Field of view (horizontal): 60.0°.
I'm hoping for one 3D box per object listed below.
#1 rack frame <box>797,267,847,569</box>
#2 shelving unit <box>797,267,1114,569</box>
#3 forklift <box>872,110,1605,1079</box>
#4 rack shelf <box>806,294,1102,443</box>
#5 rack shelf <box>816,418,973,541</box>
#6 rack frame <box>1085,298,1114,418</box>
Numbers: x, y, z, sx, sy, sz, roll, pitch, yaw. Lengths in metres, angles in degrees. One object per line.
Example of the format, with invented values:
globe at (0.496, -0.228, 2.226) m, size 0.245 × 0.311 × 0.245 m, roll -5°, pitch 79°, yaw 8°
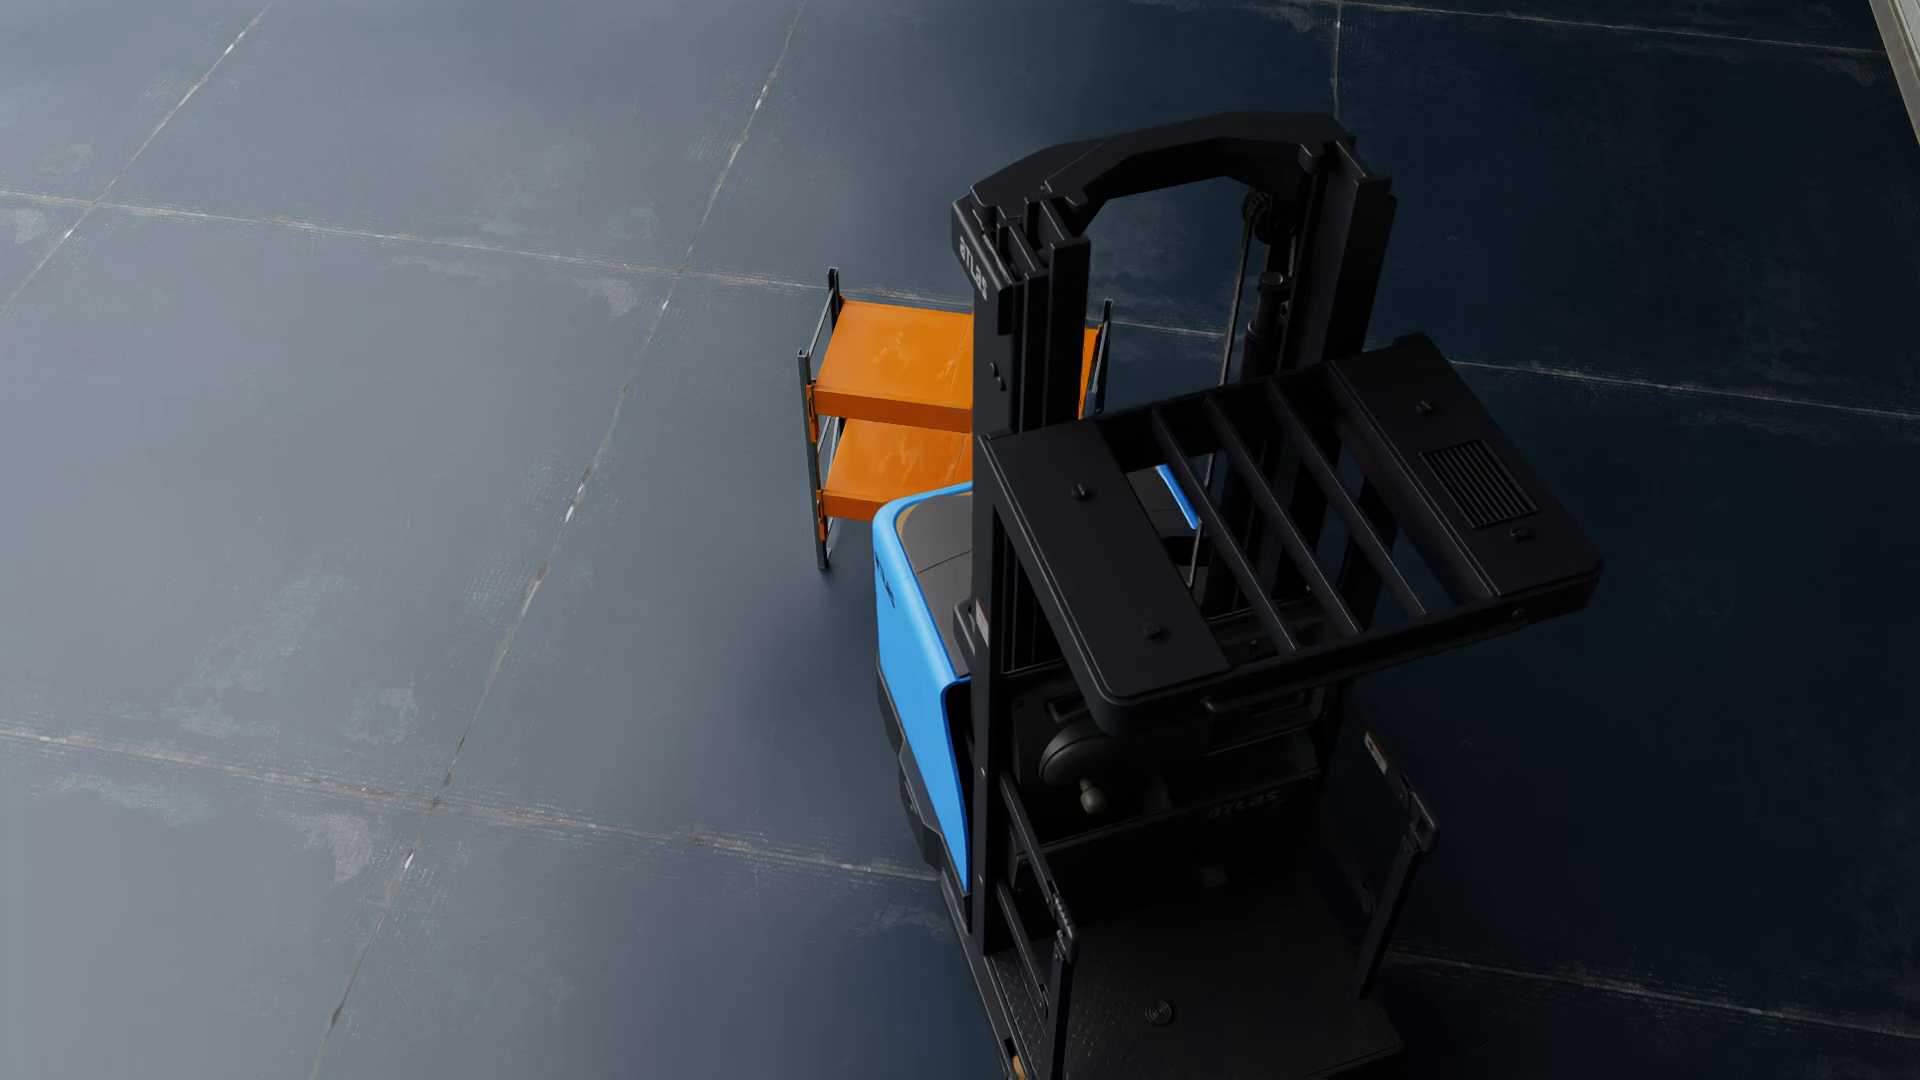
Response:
rack frame at (-0.507, -0.444, 6.365) m, size 0.032 × 1.125 × 0.500 m, roll 8°, pitch 49°, yaw 7°
shelving unit at (-0.007, -0.377, 6.304) m, size 1.048 × 1.125 × 0.538 m, roll 8°, pitch 49°, yaw 7°
forklift at (0.648, 0.550, 4.258) m, size 1.130 × 2.935 × 3.031 m, roll -14°, pitch 50°, yaw -12°
rack shelf at (-0.007, -0.572, 6.087) m, size 1.000 × 0.278 × 0.538 m, roll 8°, pitch 49°, yaw 7°
rack shelf at (-0.007, -0.213, 6.486) m, size 1.000 × 0.278 × 0.538 m, roll 8°, pitch 49°, yaw 7°
rack frame at (0.494, -0.310, 6.244) m, size 0.032 × 1.125 × 0.500 m, roll 8°, pitch 49°, yaw 7°
